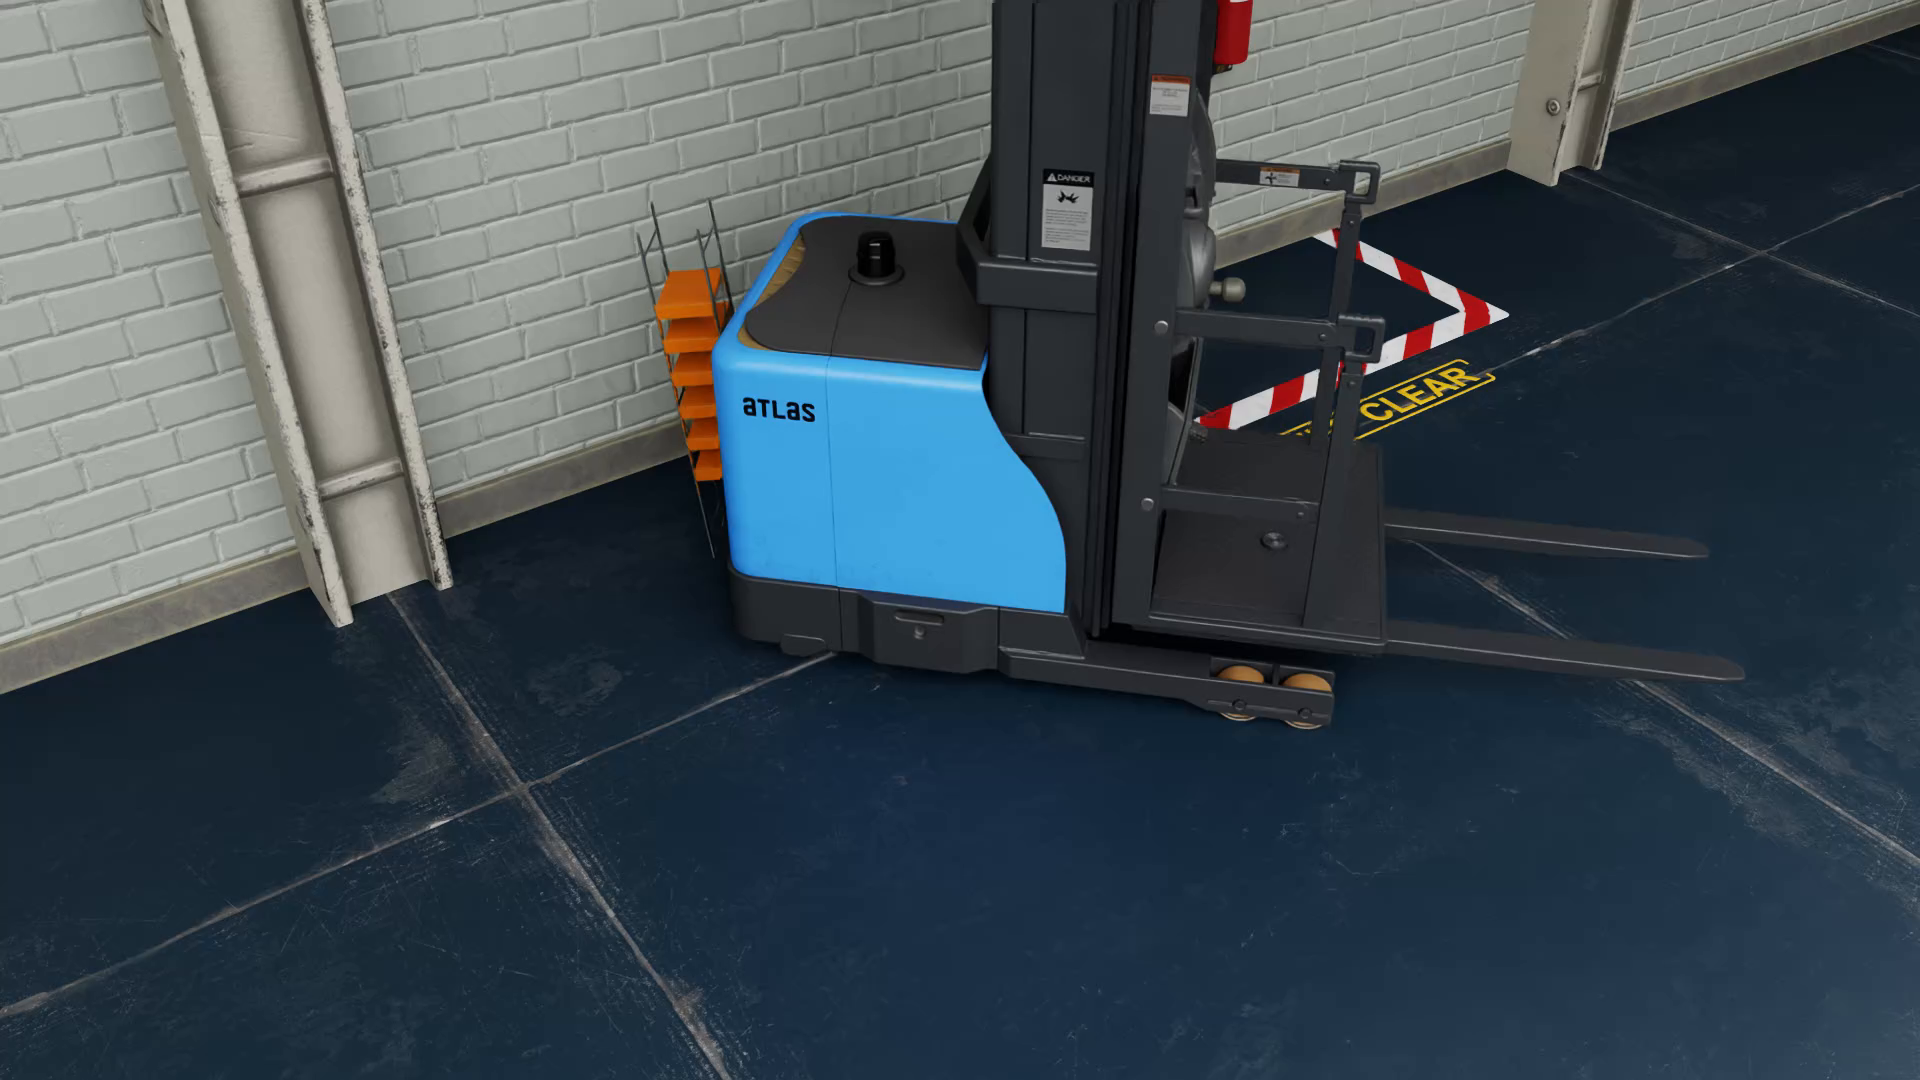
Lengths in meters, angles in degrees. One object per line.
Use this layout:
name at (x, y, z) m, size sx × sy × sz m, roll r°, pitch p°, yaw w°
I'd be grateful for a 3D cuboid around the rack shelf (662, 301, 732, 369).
rack shelf at (-0.827, -0.658, 5.292) m, size 0.180 × 0.103 × 0.258 m, roll -4°, pitch 35°, yaw 5°

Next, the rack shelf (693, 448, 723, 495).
rack shelf at (-0.776, -0.269, 5.569) m, size 0.180 × 0.103 × 0.258 m, roll -4°, pitch 35°, yaw 5°

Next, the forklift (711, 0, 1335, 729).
forklift at (0.848, -0.964, 4.580) m, size 3.031 × 2.935 × 1.130 m, roll 6°, pitch 36°, yaw 9°

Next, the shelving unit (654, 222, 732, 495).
shelving unit at (-0.805, -0.500, 5.405) m, size 0.183 × 1.046 × 0.258 m, roll -4°, pitch 35°, yaw 5°

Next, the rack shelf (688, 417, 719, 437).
rack shelf at (-0.791, -0.388, 5.484) m, size 0.171 × 0.034 × 0.221 m, roll -4°, pitch 35°, yaw 5°

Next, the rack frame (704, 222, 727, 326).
rack frame at (-0.715, -0.505, 5.396) m, size 0.002 × 1.046 × 0.228 m, roll -4°, pitch 35°, yaw 5°

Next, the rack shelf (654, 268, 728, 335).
rack shelf at (-0.840, -0.755, 5.223) m, size 0.180 × 0.103 × 0.258 m, roll -4°, pitch 35°, yaw 5°
